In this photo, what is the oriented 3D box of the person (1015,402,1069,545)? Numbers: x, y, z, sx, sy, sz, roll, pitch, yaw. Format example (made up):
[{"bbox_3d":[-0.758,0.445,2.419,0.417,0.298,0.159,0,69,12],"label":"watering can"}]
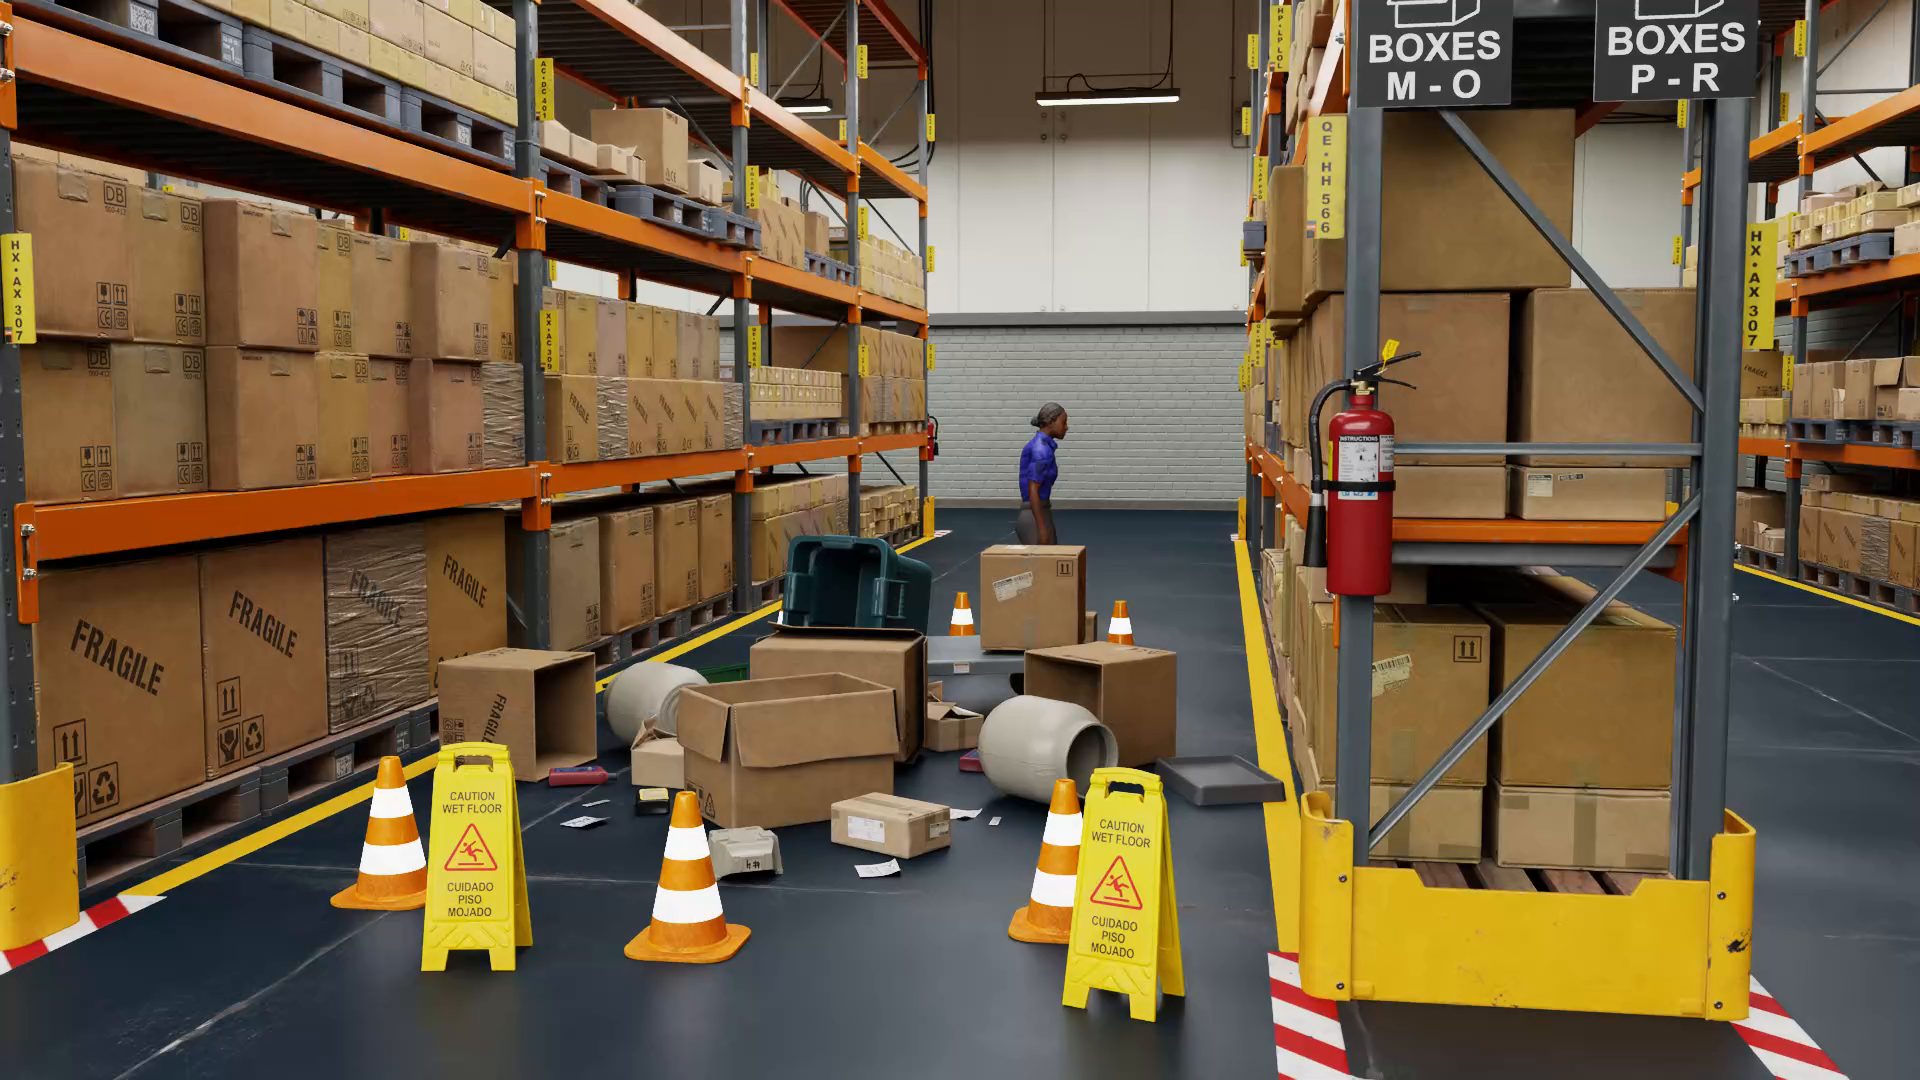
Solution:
[{"bbox_3d":[0.542,-0.087,11.020,0.348,1.653,0.522,0,5,5],"label":"person"}]
